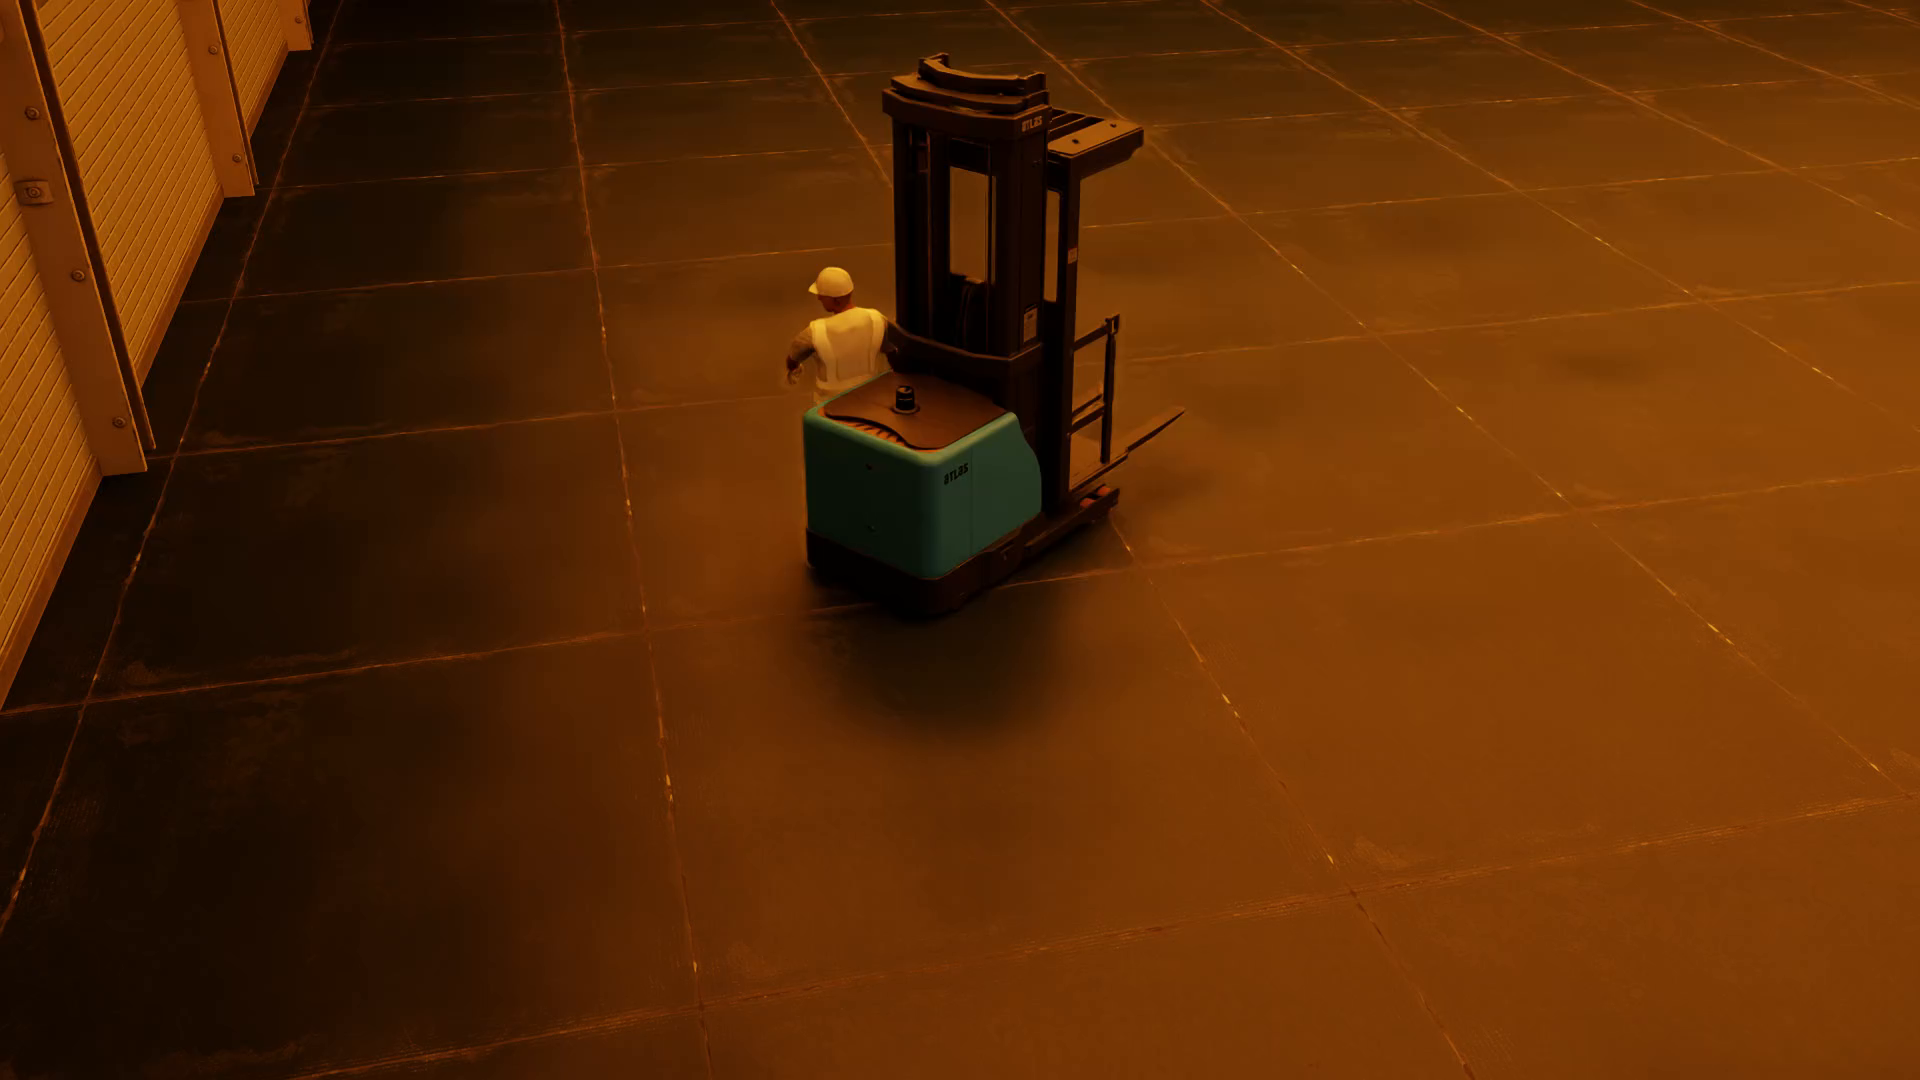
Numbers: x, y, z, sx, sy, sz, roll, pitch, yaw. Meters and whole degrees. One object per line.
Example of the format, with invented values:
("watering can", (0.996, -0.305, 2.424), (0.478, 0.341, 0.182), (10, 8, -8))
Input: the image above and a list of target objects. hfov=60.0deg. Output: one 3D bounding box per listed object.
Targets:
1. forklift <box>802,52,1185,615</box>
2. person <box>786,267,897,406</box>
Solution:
("forklift", (0.378, -1.509, 10.181), (1.130, 2.935, 3.031), (22, 36, 33))
("person", (-0.732, -0.977, 10.507), (0.760, 1.690, 0.764), (-19, 35, -29))
